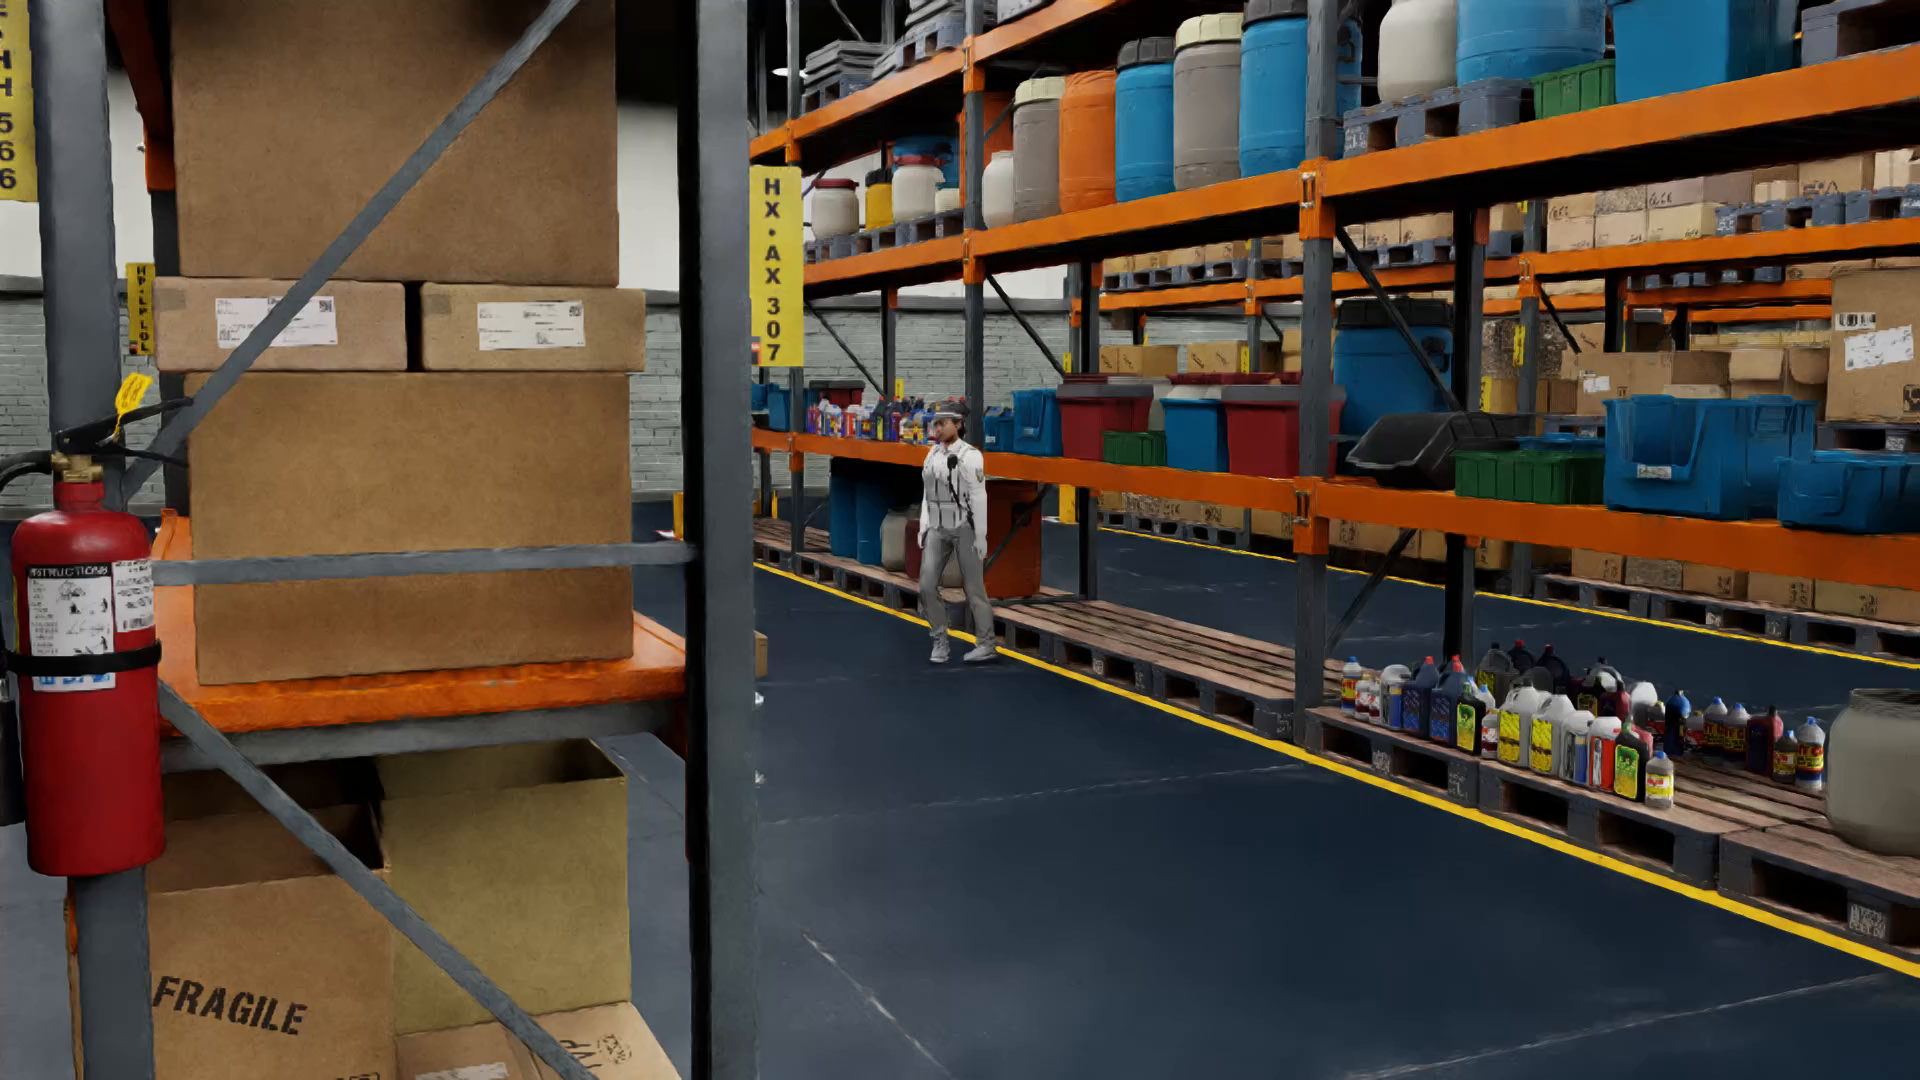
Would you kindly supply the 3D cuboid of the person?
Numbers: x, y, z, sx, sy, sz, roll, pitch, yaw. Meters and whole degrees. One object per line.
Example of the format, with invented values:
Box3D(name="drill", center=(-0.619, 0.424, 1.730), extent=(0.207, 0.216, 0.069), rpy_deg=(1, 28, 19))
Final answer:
Box3D(name="person", center=(-0.026, -0.057, 10.559), extent=(0.489, 1.659, 0.494), rpy_deg=(5, 7, 40))
